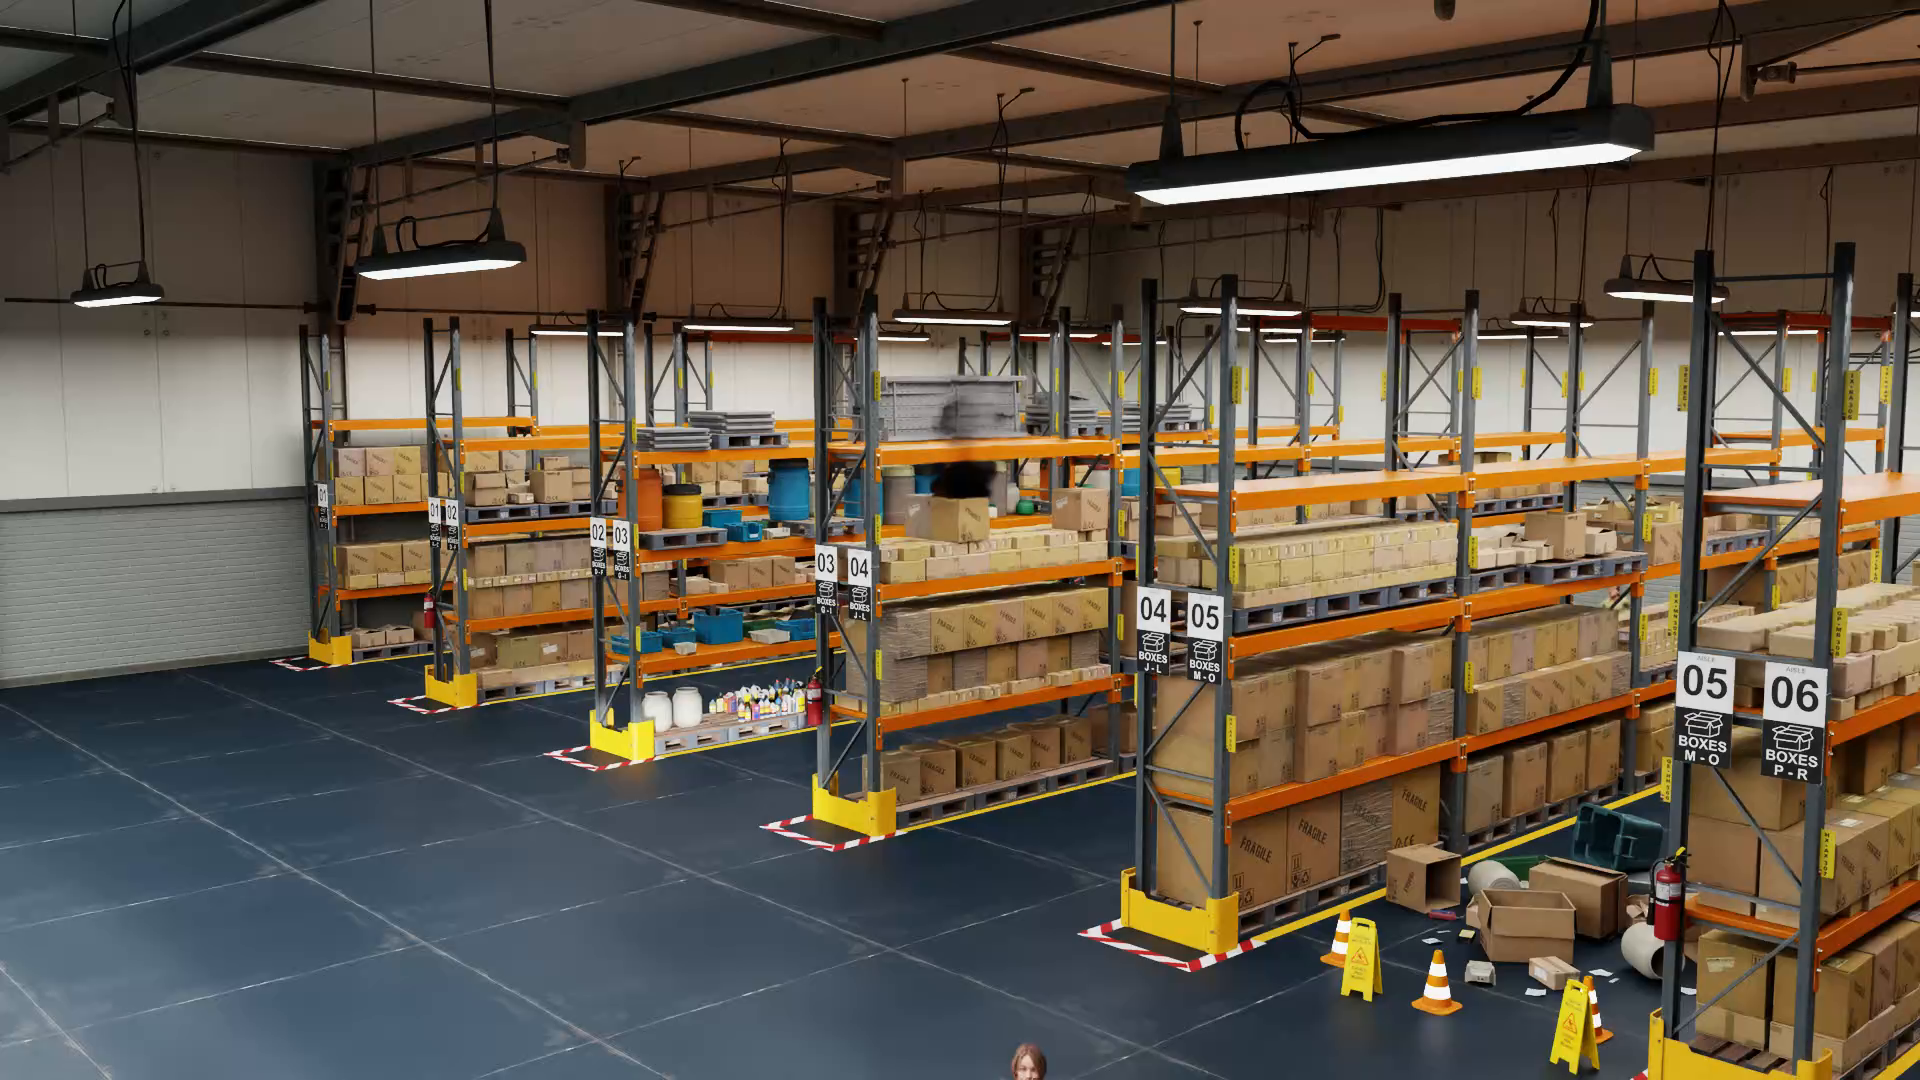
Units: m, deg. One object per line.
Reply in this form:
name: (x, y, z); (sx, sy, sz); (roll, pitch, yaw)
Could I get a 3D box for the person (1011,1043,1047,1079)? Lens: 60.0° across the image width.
person: (0.371, 3.476, 8.876); (0.585, 1.640, 0.676); (0, 6, 3)

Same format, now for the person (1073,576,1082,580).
person: (2.517, 0.978, 32.853); (0.649, 1.740, 0.604); (4, 7, 36)

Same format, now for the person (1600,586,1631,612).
person: (10.987, 1.544, 27.879); (0.606, 1.652, 0.911); (5, 8, 41)
